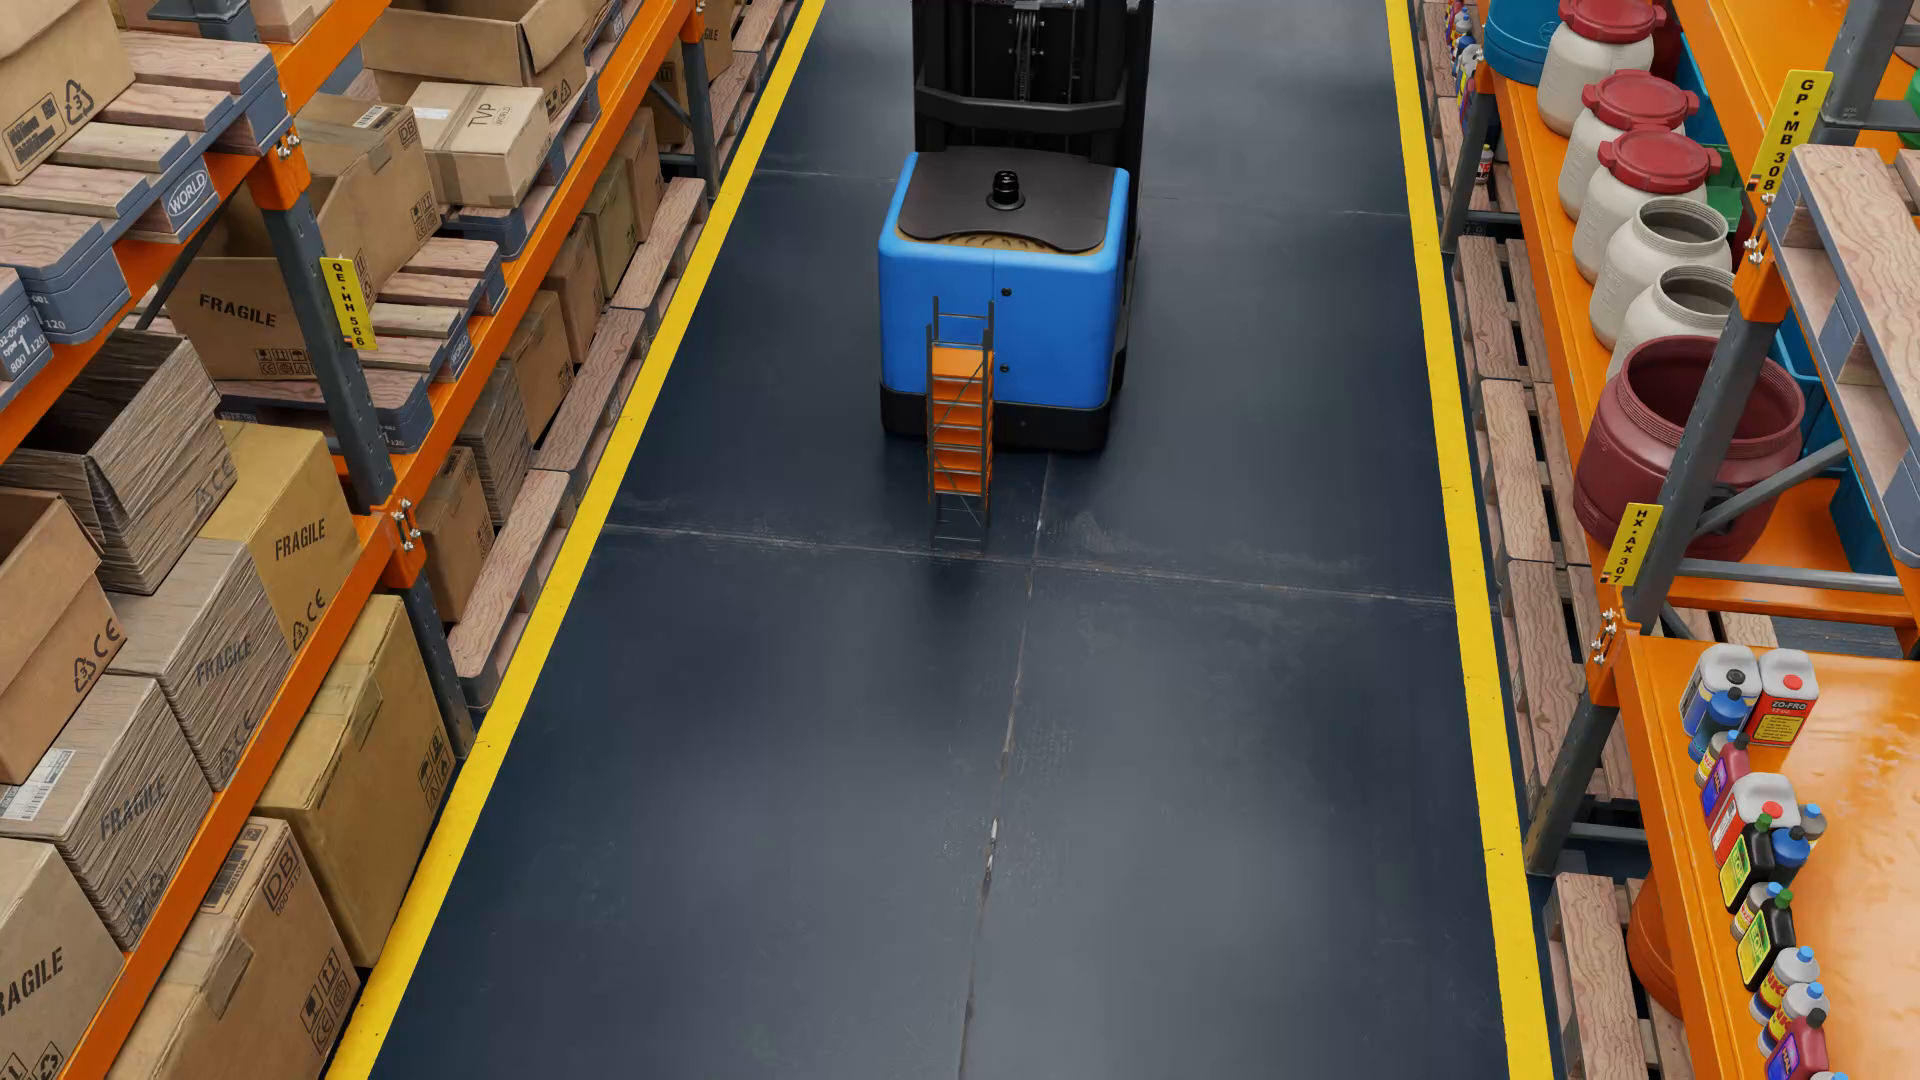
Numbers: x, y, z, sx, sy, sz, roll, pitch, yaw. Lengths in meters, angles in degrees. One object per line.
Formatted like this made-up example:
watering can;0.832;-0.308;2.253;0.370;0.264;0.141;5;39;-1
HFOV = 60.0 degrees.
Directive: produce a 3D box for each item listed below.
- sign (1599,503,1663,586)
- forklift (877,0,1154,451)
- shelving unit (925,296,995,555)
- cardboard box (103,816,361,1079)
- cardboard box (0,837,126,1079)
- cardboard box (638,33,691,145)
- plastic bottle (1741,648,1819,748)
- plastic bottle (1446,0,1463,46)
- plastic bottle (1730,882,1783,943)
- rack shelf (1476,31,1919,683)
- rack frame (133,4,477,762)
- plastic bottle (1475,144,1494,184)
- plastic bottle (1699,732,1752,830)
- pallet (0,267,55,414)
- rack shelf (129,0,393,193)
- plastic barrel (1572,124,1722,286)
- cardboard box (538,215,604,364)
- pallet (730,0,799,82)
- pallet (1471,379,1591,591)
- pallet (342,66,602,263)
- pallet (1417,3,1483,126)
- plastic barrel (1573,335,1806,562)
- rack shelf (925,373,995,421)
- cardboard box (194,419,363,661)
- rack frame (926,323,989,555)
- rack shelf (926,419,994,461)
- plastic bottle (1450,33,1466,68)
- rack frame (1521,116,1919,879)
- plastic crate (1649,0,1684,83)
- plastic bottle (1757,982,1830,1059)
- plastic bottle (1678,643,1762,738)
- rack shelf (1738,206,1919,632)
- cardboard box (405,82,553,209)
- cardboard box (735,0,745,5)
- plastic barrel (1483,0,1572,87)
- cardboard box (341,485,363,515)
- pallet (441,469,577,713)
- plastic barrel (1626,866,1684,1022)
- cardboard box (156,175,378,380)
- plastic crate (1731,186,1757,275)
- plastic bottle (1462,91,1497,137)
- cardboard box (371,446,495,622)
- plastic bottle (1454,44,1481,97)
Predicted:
sign;1.989;0.016;4.933;0.100;0.325;0.005;5;44;6
forklift;0.364;-2.488;7.745;1.130;2.935;3.031;6;44;6
shelving unit;0.002;-0.446;6.848;0.258;1.200;0.189;5;44;6
cardboard box;-2.612;1.364;4.867;1.225;0.875;0.875;5;44;6
cardboard box;-2.399;1.033;3.905;0.500;0.500;0.500;6;44;6
cardboard box;-1.753;-2.570;9.295;0.500;0.500;0.500;4;44;4
plastic bottle;2.308;0.445;4.689;0.152;0.276;0.135;5;44;6
plastic bottle;2.996;-3.145;10.046;0.061;0.283;0.133;6;44;6
plastic bottle;2.036;0.941;4.219;0.097;0.201;0.097;0;43;0
rack shelf;2.799;-0.982;6.628;1.077;0.370;4.000;5;44;6
rack frame;-2.374;-0.330;5.417;1.000;3.000;0.127;5;44;6
plastic bottle;2.803;-2.025;8.922;0.097;0.201;0.097;0;43;0
plastic bottle;2.069;0.648;4.469;0.061;0.283;0.133;5;44;6
pallet;-2.552;-0.145;3.177;1.003;0.211;1.213;7;44;7
rack shelf;-2.110;-2.521;6.072;1.077;0.370;4.000;5;44;6
plastic barrel;2.566;-1.228;6.267;0.433;0.535;0.433;0;43;0
cardboard box;-2.103;-1.187;7.820;0.700;0.500;0.500;2;43;2
pallet;-1.633;-3.338;10.622;1.003;0.211;1.213;5;44;6
pallet;2.840;-0.221;7.330;1.003;0.211;1.213;5;44;6
pallet;-2.153;-1.613;6.912;1.003;0.211;1.213;5;44;6
pallet;3.353;-2.881;10.139;1.003;0.211;1.213;5;44;6
plastic barrel;2.296;-0.273;5.258;0.600;0.536;0.708;5;44;6
rack shelf;0.002;-0.588;6.713;0.258;0.103;0.180;5;44;6
cardboard box;-2.194;-0.008;5.004;0.500;0.500;0.500;6;44;7
rack frame;-0.010;-0.383;6.782;0.240;1.200;0.006;5;44;6
rack shelf;0.002;-0.413;6.878;0.258;0.103;0.180;5;44;6
plastic bottle;2.972;-2.899;9.845;0.097;0.201;0.097;0;43;0
rack frame;2.535;0.120;4.941;1.000;3.000;0.127;5;44;6
plastic crate;3.303;-2.271;7.421;0.402;0.464;0.583;5;44;6
plastic bottle;1.993;1.139;3.959;0.097;0.271;0.097;0;43;0
plastic bottle;2.157;0.431;4.704;0.152;0.276;0.135;5;44;6
rack shelf;2.271;0.655;2.718;1.077;0.370;4.000;5;44;6
cardboard box;-1.925;-1.549;6.508;0.500;0.250;0.500;4;44;4
cardboard box;-1.563;-3.768;10.560;0.500;0.500;0.500;9;44;9
plastic barrel;2.713;-2.552;7.399;0.600;0.901;0.708;5;44;6
cardboard box;-2.316;-0.314;6.352;0.500;0.250;0.500;7;44;7
pallet;-2.270;0.150;6.938;1.003;0.211;1.213;5;44;6
plastic barrel;2.487;1.091;5.189;0.600;0.830;0.708;5;44;6
cardboard box;-2.343;-0.890;5.631;0.500;0.500;0.500;0;43;0
plastic crate;3.052;-0.977;6.053;0.402;0.464;0.583;5;44;6
plastic bottle;2.889;-2.400;9.209;0.144;0.351;0.185;3;44;3
cardboard box;-2.306;-0.041;6.609;0.700;0.500;0.500;3;44;3
plastic bottle;2.957;-2.703;9.584;0.152;0.276;0.135;6;44;6
